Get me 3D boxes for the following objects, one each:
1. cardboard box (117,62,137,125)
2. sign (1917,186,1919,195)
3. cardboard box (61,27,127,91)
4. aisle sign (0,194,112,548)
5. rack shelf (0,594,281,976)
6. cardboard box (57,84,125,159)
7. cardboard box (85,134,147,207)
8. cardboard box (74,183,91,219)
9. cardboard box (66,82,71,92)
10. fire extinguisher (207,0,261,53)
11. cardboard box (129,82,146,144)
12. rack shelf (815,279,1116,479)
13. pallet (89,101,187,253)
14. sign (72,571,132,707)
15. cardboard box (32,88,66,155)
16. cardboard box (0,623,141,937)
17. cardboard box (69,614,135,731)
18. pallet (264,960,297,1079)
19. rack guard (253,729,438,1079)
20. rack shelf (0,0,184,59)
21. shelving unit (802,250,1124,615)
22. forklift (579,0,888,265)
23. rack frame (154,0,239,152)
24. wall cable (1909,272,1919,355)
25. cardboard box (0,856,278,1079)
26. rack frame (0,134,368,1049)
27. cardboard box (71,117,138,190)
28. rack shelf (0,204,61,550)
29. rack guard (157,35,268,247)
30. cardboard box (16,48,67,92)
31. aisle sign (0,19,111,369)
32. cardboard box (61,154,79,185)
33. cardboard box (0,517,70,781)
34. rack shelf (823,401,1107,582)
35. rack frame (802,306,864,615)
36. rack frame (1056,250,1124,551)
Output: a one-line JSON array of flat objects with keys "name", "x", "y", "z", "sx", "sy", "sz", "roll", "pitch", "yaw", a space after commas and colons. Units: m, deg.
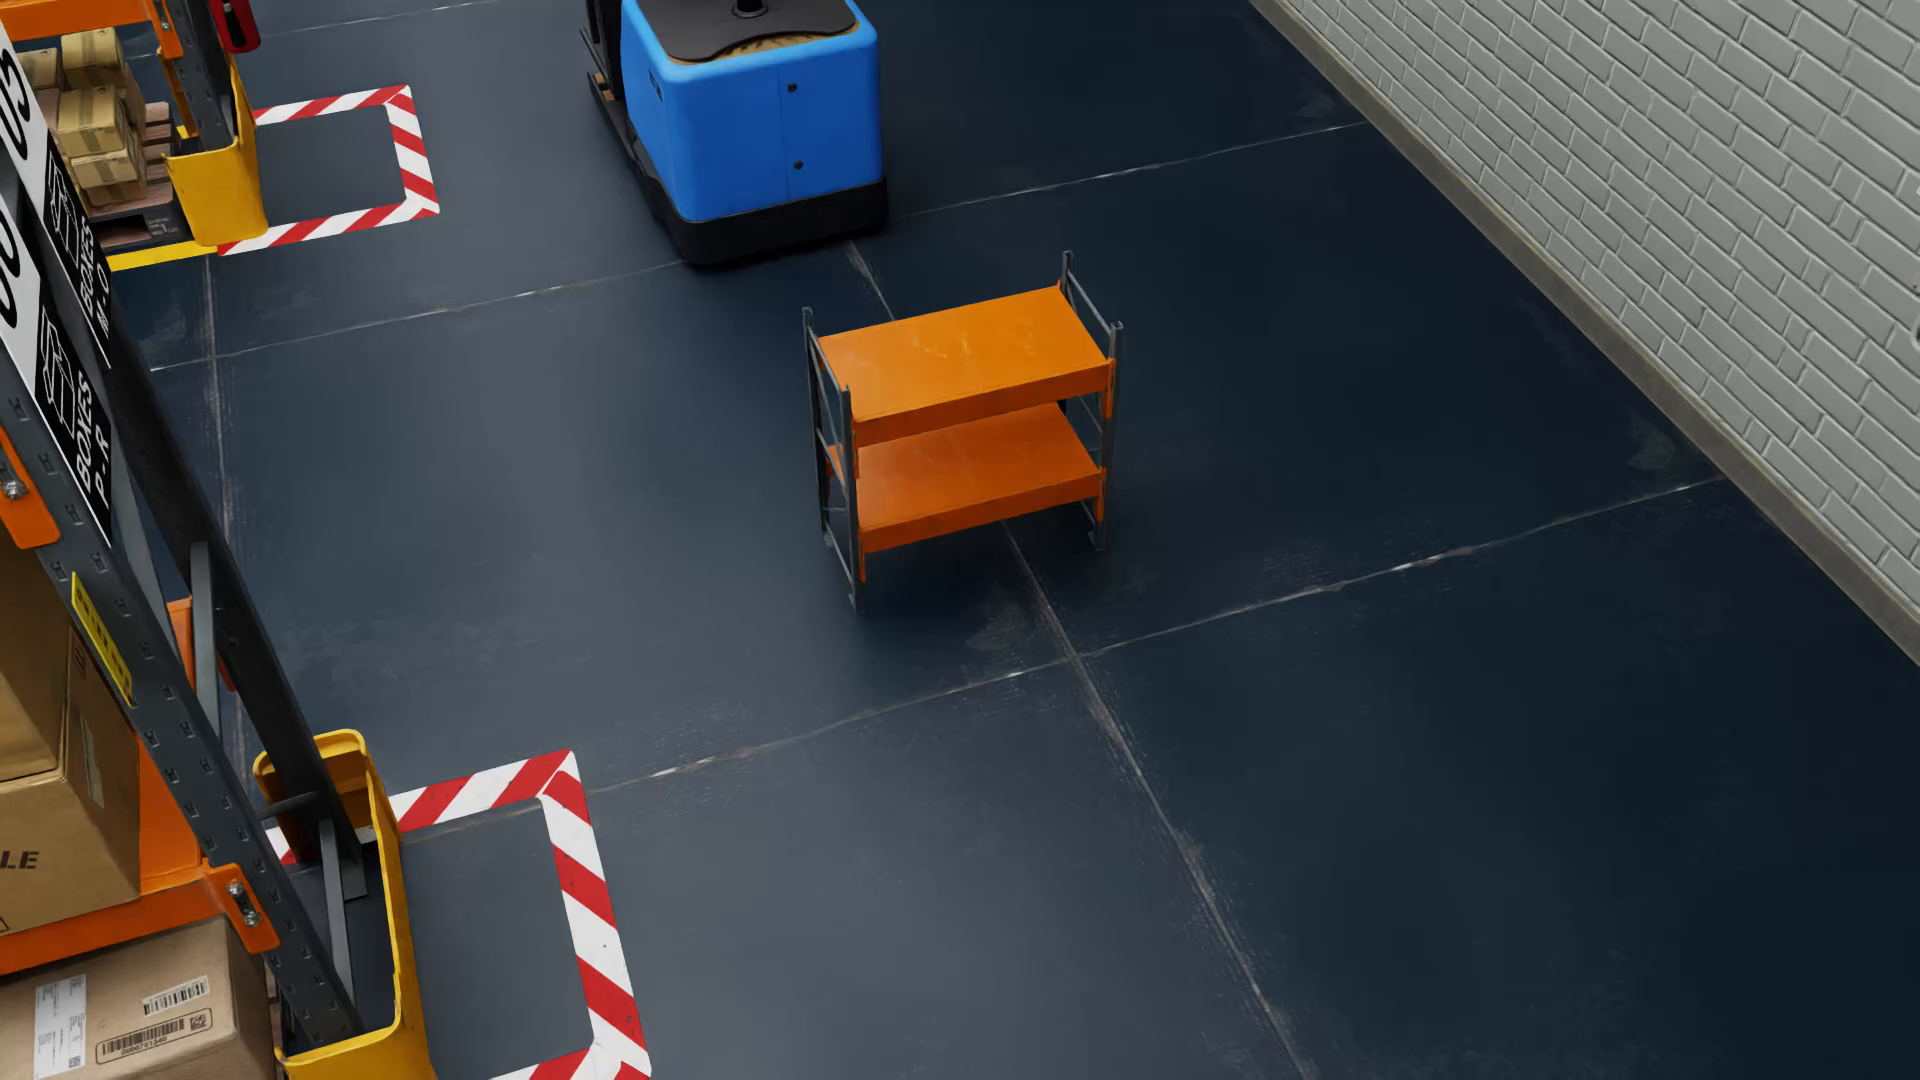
[{"name": "cardboard box", "x": -4.301, "y": -2.231, "z": 8.362, "sx": 0.250, "sy": 0.149, "sz": 0.380, "roll": -13, "pitch": 46, "yaw": -12}, {"name": "sign", "x": 3.392, "y": -1.179, "z": 5.617, "sx": 0.001, "sy": 0.218, "sz": 0.327, "roll": -14, "pitch": 47, "yaw": -14}, {"name": "cardboard box", "x": -4.329, "y": -2.391, "z": 8.312, "sx": 0.250, "sy": 0.149, "sz": 0.380, "roll": -16, "pitch": 47, "yaw": -16}, {"name": "aisle sign", "x": -1.772, "y": -0.394, "z": 3.190, "sx": 0.004, "sy": 0.787, "sz": 0.394, "roll": -14, "pitch": 47, "yaw": -14}, {"name": "rack shelf", "x": -3.826, "y": 1.069, "z": 4.074, "sx": 4.000, "sy": 0.370, "sz": 1.077, "roll": -14, "pitch": 47, "yaw": -14}, {"name": "cardboard box", "x": -4.132, "y": -1.995, "z": 7.917, "sx": 0.250, "sy": 0.149, "sz": 0.380, "roll": -14, "pitch": 47, "yaw": -13}, {"name": "cardboard box", "x": -4.145, "y": -1.815, "z": 8.158, "sx": 0.250, "sy": 0.149, "sz": 0.380, "roll": -14, "pitch": 47, "yaw": -13}, {"name": "cardboard box", "x": -4.352, "y": -1.686, "z": 8.029, "sx": 0.250, "sy": 0.149, "sz": 0.380, "roll": -13, "pitch": 47, "yaw": -13}, {"name": "cardboard box", "x": -4.577, "y": -2.203, "z": 8.334, "sx": 0.250, "sy": 0.149, "sz": 0.380, "roll": -15, "pitch": 47, "yaw": -14}, {"name": "fire extinguisher", "x": -3.327, "y": -2.533, "z": 7.475, "sx": 0.183, "sy": 0.674, "sz": 0.296, "roll": -14, "pitch": 47, "yaw": -14}, {"name": "cardboard box", "x": -4.322, "y": -2.168, "z": 8.509, "sx": 0.250, "sy": 0.149, "sz": 0.380, "roll": -13, "pitch": 47, "yaw": -13}, {"name": "rack shelf", "x": 0.006, "y": -0.605, "z": 6.146, "sx": 1.000, "sy": 0.278, "sz": 0.538, "roll": -14, "pitch": 47, "yaw": -14}, {"name": "pallet", "x": -4.568, "y": -1.765, "z": 8.360, "sx": 1.213, "sy": 0.211, "sz": 1.003, "roll": -14, "pitch": 47, "yaw": -14}, {"name": "sign", "x": -1.774, "y": 0.207, "z": 3.441, "sx": 0.005, "sy": 0.325, "sz": 0.100, "roll": -14, "pitch": 47, "yaw": -14}, {"name": "cardboard box", "x": -4.388, "y": -1.973, "z": 7.895, "sx": 0.250, "sy": 0.149, "sz": 0.380, "roll": -13, "pitch": 47, "yaw": -13}, {"name": "cardboard box", "x": -2.309, "y": 0.591, "z": 3.972, "sx": 0.500, "sy": 0.500, "sz": 0.500, "roll": -14, "pitch": 47, "yaw": -14}, {"name": "cardboard box", "x": -2.494, "y": 0.223, "z": 4.339, "sx": 0.500, "sy": 0.500, "sz": 0.500, "roll": -15, "pitch": 47, "yaw": -14}, {"name": "pallet", "x": -2.670, "y": 1.563, "z": 5.043, "sx": 1.213, "sy": 0.211, "sz": 1.003, "roll": -14, "pitch": 47, "yaw": -14}, {"name": "rack guard", "x": -1.922, "y": 1.211, "z": 5.190, "sx": 0.348, "sy": 0.500, "sz": 1.175, "roll": -14, "pitch": 47, "yaw": -14}, {"name": "rack shelf", "x": -5.602, "y": -2.204, "z": 7.337, "sx": 4.000, "sy": 0.370, "sz": 1.077, "roll": -14, "pitch": 47, "yaw": -14}, {"name": "shelving unit", "x": 0.006, "y": -0.399, "z": 6.353, "sx": 1.048, "sy": 1.125, "sz": 0.538, "roll": -14, "pitch": 47, "yaw": -14}, {"name": "forklift", "x": -1.388, "y": -3.411, "z": 8.080, "sx": 1.130, "sy": 2.935, "sz": 3.031, "roll": -16, "pitch": 47, "yaw": -16}, {"name": "rack frame", "x": -3.721, "y": -2.939, "z": 7.562, "sx": 0.127, "sy": 3.000, "sz": 1.000, "roll": -14, "pitch": 47, "yaw": -14}, {"name": "wall cable", "x": 3.351, "y": -1.407, "z": 5.295, "sx": 0.123, "sy": 1.953, "sz": 0.585, "roll": -14, "pitch": 47, "yaw": -14}, {"name": "cardboard box", "x": -2.532, "y": 1.316, "z": 4.833, "sx": 0.875, "sy": 0.438, "sz": 0.875, "roll": -16, "pitch": 47, "yaw": -15}, {"name": "rack frame", "x": -1.945, "y": 0.334, "z": 4.299, "sx": 0.127, "sy": 3.000, "sz": 1.000, "roll": -14, "pitch": 47, "yaw": -14}, {"name": "cardboard box", "x": -4.120, "y": -1.869, "z": 8.001, "sx": 0.250, "sy": 0.149, "sz": 0.380, "roll": -16, "pitch": 47, "yaw": -15}, {"name": "rack shelf", "x": -3.826, "y": 0.010, "z": 3.012, "sx": 4.000, "sy": 0.370, "sz": 1.077, "roll": -14, "pitch": 47, "yaw": -14}, {"name": "rack guard", "x": -3.792, "y": -2.038, "z": 8.429, "sx": 0.348, "sy": 0.500, "sz": 1.175, "roll": -14, "pitch": 47, "yaw": -14}, {"name": "cardboard box", "x": -4.547, "y": -2.245, "z": 8.166, "sx": 0.250, "sy": 0.149, "sz": 0.380, "roll": -14, "pitch": 47, "yaw": -13}, {"name": "aisle sign", "x": -1.976, "y": -0.794, "z": 3.588, "sx": 0.004, "sy": 0.787, "sz": 0.394, "roll": -14, "pitch": 47, "yaw": -14}, {"name": "cardboard box", "x": -4.384, "y": -1.842, "z": 7.974, "sx": 0.250, "sy": 0.149, "sz": 0.380, "roll": -15, "pitch": 47, "yaw": -15}, {"name": "cardboard box", "x": -2.317, "y": 0.221, "z": 3.636, "sx": 0.500, "sy": 0.500, "sz": 0.500, "roll": -13, "pitch": 47, "yaw": -13}, {"name": "rack shelf", "x": 0.006, "y": -0.226, "z": 6.526, "sx": 1.000, "sy": 0.278, "sz": 0.538, "roll": -14, "pitch": 47, "yaw": -14}, {"name": "rack frame", "x": -0.472, "y": -0.276, "z": 6.231, "sx": 0.032, "sy": 1.125, "sz": 0.500, "roll": -14, "pitch": 47, "yaw": -14}, {"name": "rack frame", "x": 0.485, "y": -0.521, "z": 6.475, "sx": 0.032, "sy": 1.125, "sz": 0.500, "roll": -14, "pitch": 47, "yaw": -14}]
